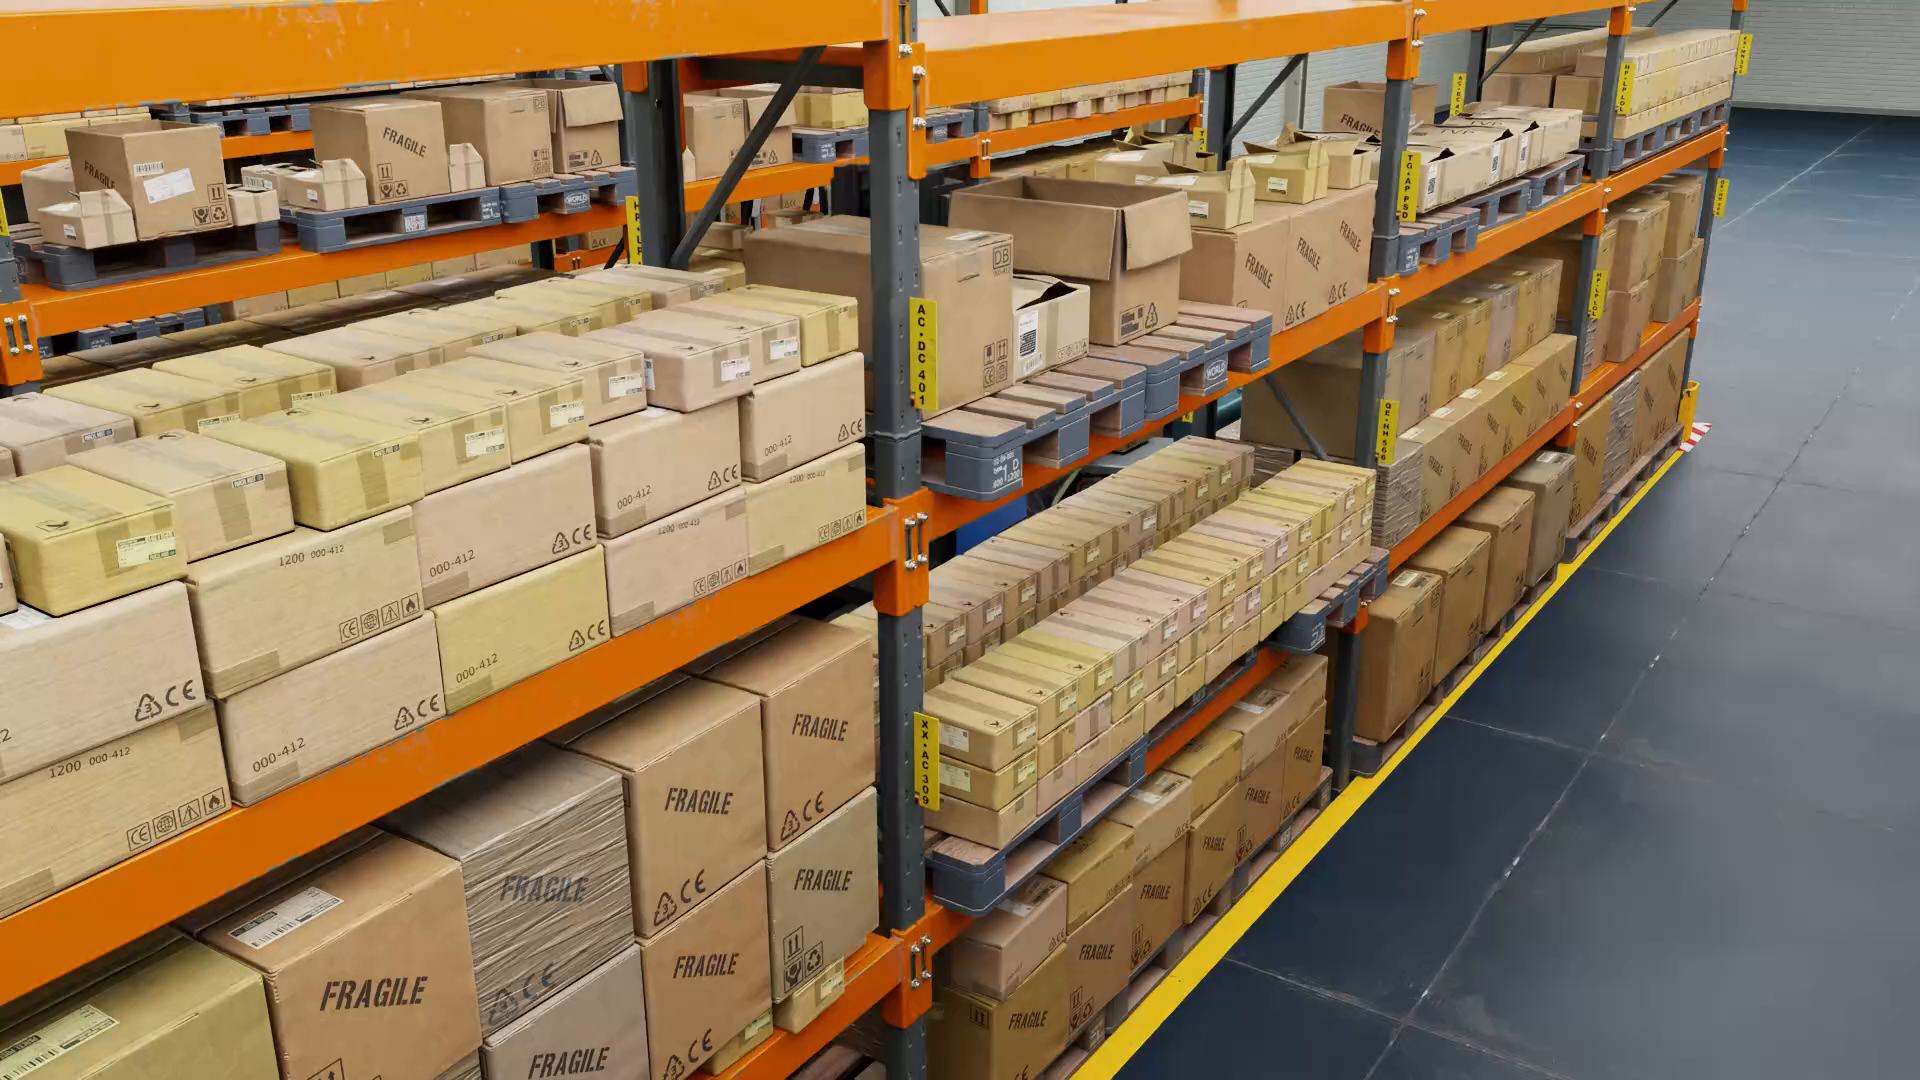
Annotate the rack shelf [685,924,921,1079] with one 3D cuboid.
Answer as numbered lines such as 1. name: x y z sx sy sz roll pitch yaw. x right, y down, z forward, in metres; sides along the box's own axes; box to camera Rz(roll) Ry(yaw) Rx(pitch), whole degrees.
1. rack shelf: -1.686 1.919 4.291 1.077 0.370 4.000 13 24 32

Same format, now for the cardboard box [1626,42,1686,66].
1. cardboard box: 5.135 -3.598 12.309 0.380 0.149 0.250 13 24 32

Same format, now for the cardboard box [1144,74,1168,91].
1. cardboard box: 1.673 -4.507 16.090 0.500 0.250 0.500 13 24 31

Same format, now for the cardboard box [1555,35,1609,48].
1. cardboard box: 4.874 -3.871 13.046 0.380 0.149 0.250 14 24 33

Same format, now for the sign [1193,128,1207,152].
1. sign: 1.232 -1.937 8.496 0.100 0.325 0.005 13 24 32

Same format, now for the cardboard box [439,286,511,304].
1. cardboard box: -2.820 -1.244 10.220 0.500 0.500 0.500 14 24 33

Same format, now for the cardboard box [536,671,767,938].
1. cardboard box: -0.889 0.689 4.565 0.500 0.500 0.500 12 24 30

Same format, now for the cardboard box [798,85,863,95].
1. cardboard box: -0.991 -3.504 12.481 0.500 0.250 0.500 14 24 33

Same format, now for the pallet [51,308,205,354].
1. pallet: -6.894 -1.746 13.437 1.213 0.211 1.003 13 24 32

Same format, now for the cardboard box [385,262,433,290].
1. cardboard box: -5.256 -2.494 15.400 0.500 0.250 0.500 14 25 34

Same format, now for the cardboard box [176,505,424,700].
1. cardboard box: -1.479 0.071 3.422 0.500 0.250 0.500 12 24 30

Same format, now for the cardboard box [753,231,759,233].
1. cardboard box: -1.566 -2.097 12.931 0.500 0.500 0.500 12 24 30

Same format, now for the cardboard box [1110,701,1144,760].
1. cardboard box: 0.477 0.681 6.356 0.380 0.149 0.250 14 24 32

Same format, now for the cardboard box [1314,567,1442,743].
1. cardboard box: 2.103 0.561 9.563 1.050 0.750 0.750 13 24 31

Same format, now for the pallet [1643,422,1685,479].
1. pallet: 5.799 -0.883 14.848 1.003 0.211 1.213 13 24 32

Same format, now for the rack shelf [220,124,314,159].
1. rack shelf: -5.447 -3.687 15.122 1.077 0.370 4.000 13 24 32

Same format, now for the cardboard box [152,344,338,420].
1. cardboard box: -1.704 -0.347 3.976 0.380 0.149 0.250 15 25 34

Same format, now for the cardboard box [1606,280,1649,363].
1. cardboard box: 4.824 -1.761 12.985 0.875 0.550 0.550 13 24 32

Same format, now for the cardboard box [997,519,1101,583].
1. cardboard box: 0.386 0.045 7.220 0.380 0.149 0.250 13 24 31

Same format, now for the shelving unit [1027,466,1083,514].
1. shelving unit: 0.803 -0.785 13.058 0.431 0.755 1.500 31 27 -6

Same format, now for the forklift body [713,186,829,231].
1. forklift body: -1.631 -3.041 17.886 2.313 2.155 1.214 13 24 32

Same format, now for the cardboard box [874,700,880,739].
1. cardboard box: -0.501 0.636 6.050 0.380 0.149 0.250 14 25 33

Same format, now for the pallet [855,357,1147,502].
1. pallet: -0.127 -0.468 5.653 1.213 0.211 1.003 13 24 32

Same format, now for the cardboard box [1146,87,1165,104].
1. cardboard box: 1.774 -4.357 16.258 0.380 0.149 0.250 14 25 33

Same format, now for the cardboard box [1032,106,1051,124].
1. cardboard box: 0.578 -3.776 14.688 0.380 0.149 0.250 14 25 33

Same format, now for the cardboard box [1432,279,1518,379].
1. cardboard box: 3.089 -1.367 10.553 0.700 0.500 0.500 14 24 32

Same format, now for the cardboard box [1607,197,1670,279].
1. cardboard box: 5.093 -2.426 13.228 0.875 0.550 0.500 13 24 32

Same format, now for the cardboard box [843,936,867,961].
1. cardboard box: -0.529 1.253 5.417 0.380 0.149 0.250 13 24 31

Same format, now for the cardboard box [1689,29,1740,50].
1. cardboard box: 6.275 -4.180 13.881 0.380 0.149 0.250 14 24 32

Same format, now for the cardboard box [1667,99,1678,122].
1. cardboard box: 5.135 -3.225 12.448 0.380 0.149 0.250 13 24 32

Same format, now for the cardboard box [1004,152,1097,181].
1. cardboard box: 0.821 -3.245 15.199 0.700 0.500 0.500 13 24 31

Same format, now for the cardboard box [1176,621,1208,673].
1. cardboard box: 0.773 0.388 6.721 0.380 0.149 0.250 13 24 31

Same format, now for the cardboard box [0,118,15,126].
1. cardboard box: -7.187 -3.136 12.237 0.380 0.149 0.250 14 24 32

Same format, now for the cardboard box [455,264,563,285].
1. cardboard box: -2.943 -1.499 10.908 0.500 0.500 0.500 12 24 30

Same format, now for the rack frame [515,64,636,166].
1. rack frame: -2.464 -3.890 10.311 1.000 3.000 0.127 13 24 32

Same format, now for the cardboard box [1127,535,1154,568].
1. cardboard box: 0.669 0.040 7.662 0.380 0.149 0.250 13 24 32

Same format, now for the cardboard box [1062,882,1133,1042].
1. cardboard box: 0.369 1.670 6.923 0.500 0.500 0.500 15 25 34

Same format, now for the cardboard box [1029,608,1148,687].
1. cardboard box: 0.480 0.400 6.258 0.380 0.149 0.250 13 24 31

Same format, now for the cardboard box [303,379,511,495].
1. cardboard box: -1.217 -0.231 3.664 0.380 0.149 0.250 13 24 31

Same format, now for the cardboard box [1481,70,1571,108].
1. cardboard box: 4.000 -3.199 11.804 0.500 0.250 0.500 13 24 31

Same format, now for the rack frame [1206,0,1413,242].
1. rack frame: 1.687 -2.954 7.780 1.000 3.000 0.127 13 24 32

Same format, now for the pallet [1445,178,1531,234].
1. pallet: 2.631 -1.975 9.729 1.003 0.211 1.213 15 25 34

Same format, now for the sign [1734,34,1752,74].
1. sign: 6.625 -4.111 14.069 0.100 0.325 0.005 13 24 32

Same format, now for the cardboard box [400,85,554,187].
1. cardboard box: -2.863 -2.406 9.873 0.700 0.500 0.500 12 23 29

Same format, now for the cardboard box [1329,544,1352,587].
1. cardboard box: 1.648 0.083 7.975 0.380 0.149 0.250 13 24 32

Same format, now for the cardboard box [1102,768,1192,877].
1. cardboard box: 0.660 1.172 7.190 0.500 0.250 0.500 14 25 34

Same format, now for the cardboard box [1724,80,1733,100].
1. cardboard box: 6.277 -3.807 14.023 0.380 0.149 0.250 13 24 32

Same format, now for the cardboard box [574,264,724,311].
1. cardboard box: -0.926 -0.714 4.970 0.380 0.149 0.250 13 24 31

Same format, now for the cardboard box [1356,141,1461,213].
1. cardboard box: 2.276 -1.914 8.671 0.500 0.311 0.500 13 24 32

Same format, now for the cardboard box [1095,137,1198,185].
1. cardboard box: 0.831 -1.662 7.363 0.396 0.266 0.258 13 24 32

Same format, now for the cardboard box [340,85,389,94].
1. cardboard box: -5.390 -4.194 14.561 0.500 0.500 0.500 14 24 33

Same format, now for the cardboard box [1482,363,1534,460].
1. cardboard box: 3.295 -0.843 10.576 0.500 0.500 0.500 14 24 32

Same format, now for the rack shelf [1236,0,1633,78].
1. rack shelf: 2.811 -3.003 9.525 1.077 0.370 4.000 13 24 32

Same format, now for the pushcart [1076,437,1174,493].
1. pushcart: 1.698 -0.564 13.746 1.648 0.377 0.936 5 21 13

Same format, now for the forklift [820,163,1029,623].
1. forklift: -0.691 -0.929 11.051 1.130 2.935 3.031 12 23 30

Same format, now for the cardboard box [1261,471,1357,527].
1. cardboard box: 1.647 -0.197 7.873 0.380 0.149 0.250 13 24 31
